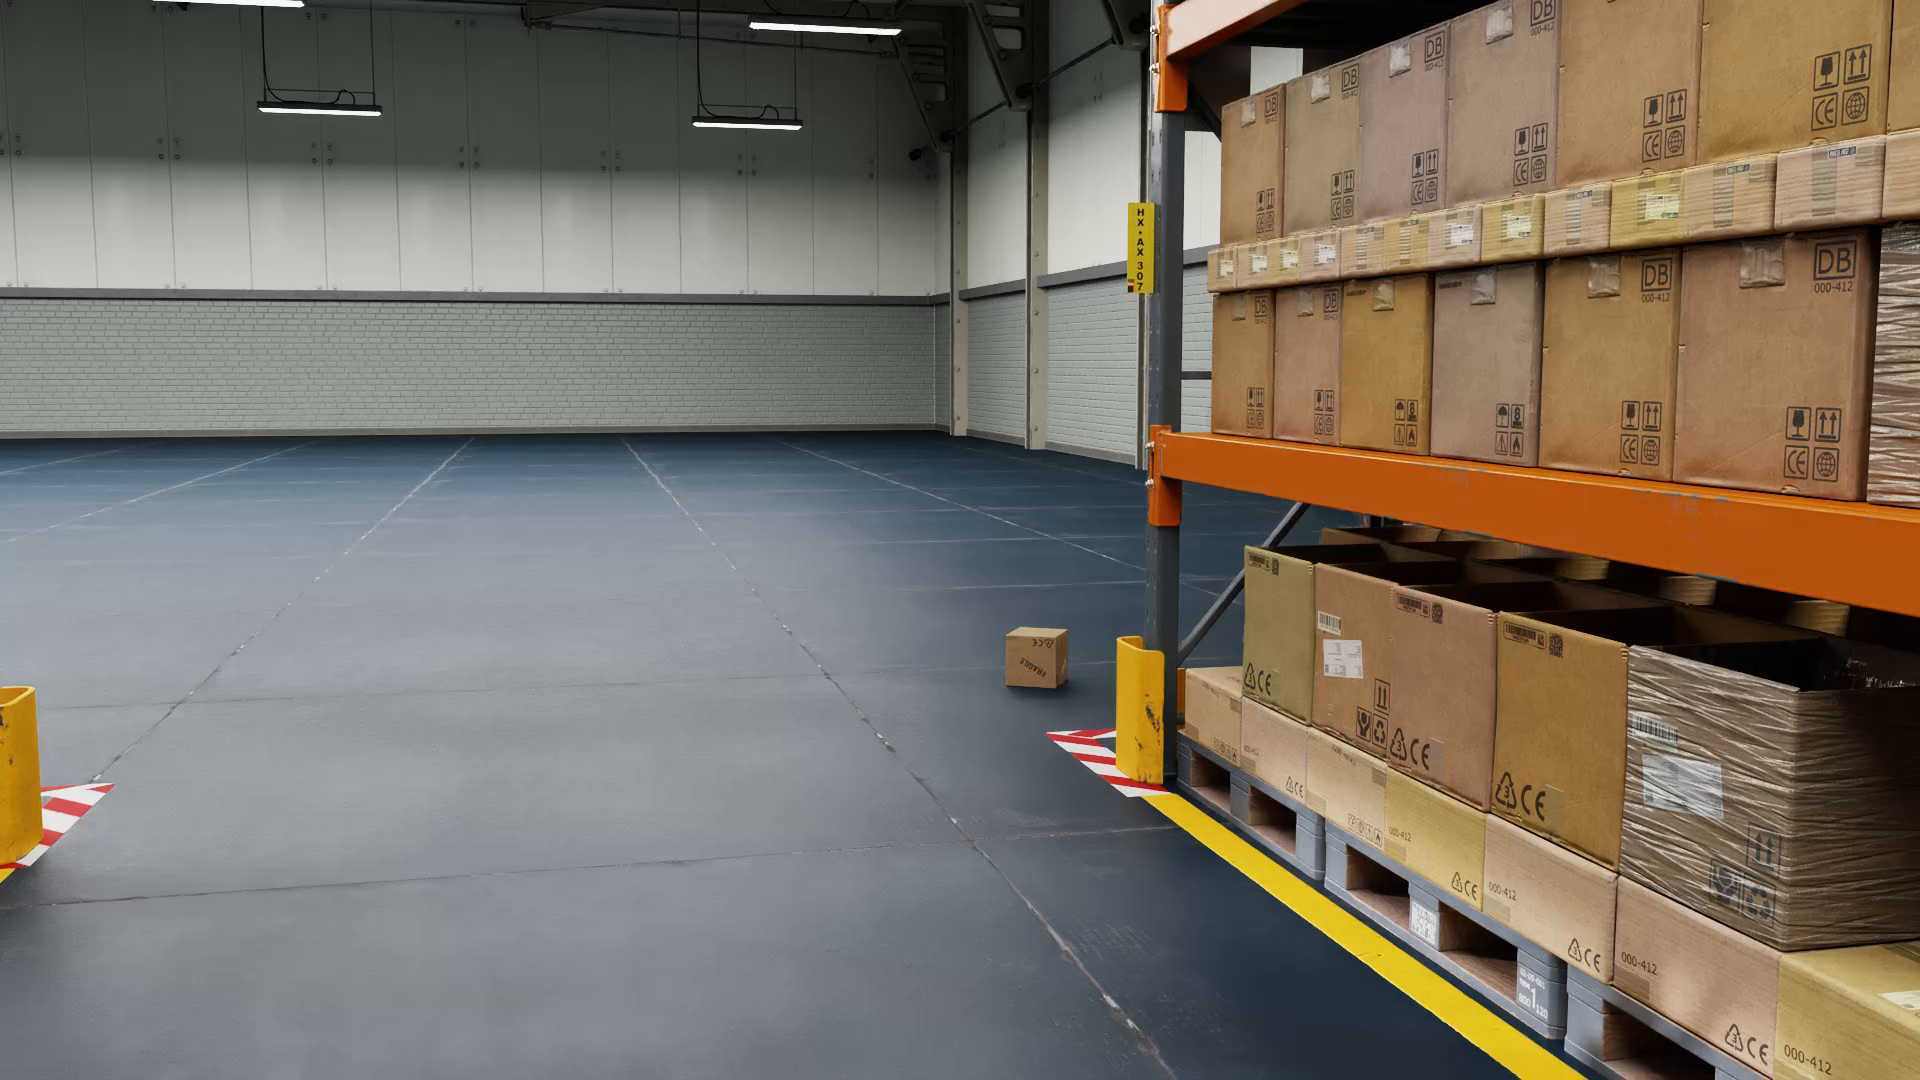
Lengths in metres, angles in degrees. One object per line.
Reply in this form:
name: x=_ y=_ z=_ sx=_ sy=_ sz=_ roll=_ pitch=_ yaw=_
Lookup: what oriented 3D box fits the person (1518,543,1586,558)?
person: x=2.662 y=-0.051 z=6.992 sx=0.589 sy=1.683 sz=0.901 roll=-6 pitch=8 yaw=-44
